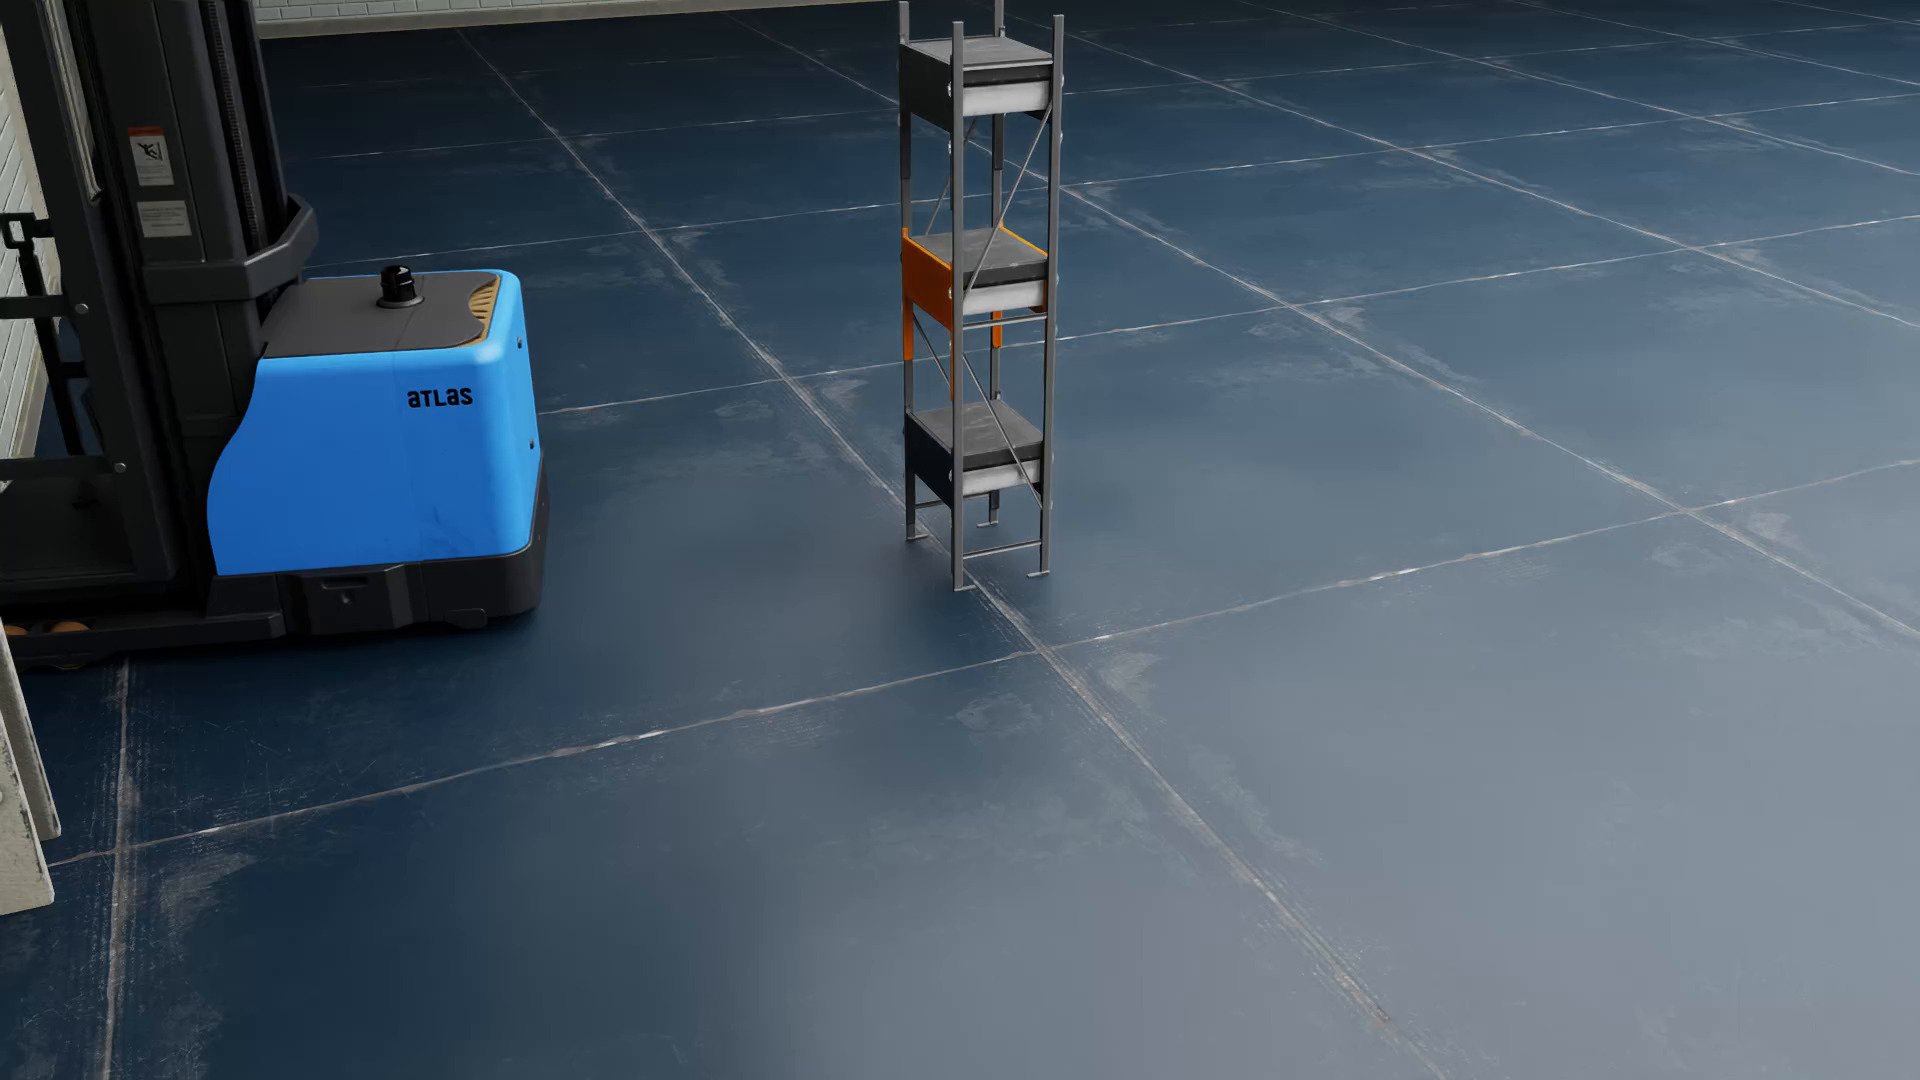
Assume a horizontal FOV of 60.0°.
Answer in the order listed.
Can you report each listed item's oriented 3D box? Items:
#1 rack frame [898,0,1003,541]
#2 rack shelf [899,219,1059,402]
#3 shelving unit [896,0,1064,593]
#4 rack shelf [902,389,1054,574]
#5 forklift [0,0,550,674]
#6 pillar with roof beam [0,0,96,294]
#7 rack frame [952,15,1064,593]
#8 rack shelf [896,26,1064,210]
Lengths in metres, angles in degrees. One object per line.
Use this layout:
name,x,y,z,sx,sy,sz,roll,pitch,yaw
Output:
rack frame,-0.031,-0.975,6.354,0.400,2.100,0.015,-11,28,-21
rack shelf,0.065,-0.864,6.158,0.431,0.518,0.480,-11,28,-21
shelving unit,0.065,-0.877,6.152,0.431,2.100,0.503,-11,28,-21
rack shelf,0.065,-0.235,6.466,0.431,0.518,0.480,-11,28,-21
forklift,-3.116,-1.099,5.660,3.031,2.935,1.130,-4,26,-9
pillar with roof beam,-1.151,-6.240,9.275,9.100,9.000,0.400,-11,28,-21
rack frame,0.160,-0.778,5.951,0.400,2.100,0.015,-11,28,-21
rack shelf,0.065,-1.493,5.851,0.431,0.518,0.480,-11,28,-21
